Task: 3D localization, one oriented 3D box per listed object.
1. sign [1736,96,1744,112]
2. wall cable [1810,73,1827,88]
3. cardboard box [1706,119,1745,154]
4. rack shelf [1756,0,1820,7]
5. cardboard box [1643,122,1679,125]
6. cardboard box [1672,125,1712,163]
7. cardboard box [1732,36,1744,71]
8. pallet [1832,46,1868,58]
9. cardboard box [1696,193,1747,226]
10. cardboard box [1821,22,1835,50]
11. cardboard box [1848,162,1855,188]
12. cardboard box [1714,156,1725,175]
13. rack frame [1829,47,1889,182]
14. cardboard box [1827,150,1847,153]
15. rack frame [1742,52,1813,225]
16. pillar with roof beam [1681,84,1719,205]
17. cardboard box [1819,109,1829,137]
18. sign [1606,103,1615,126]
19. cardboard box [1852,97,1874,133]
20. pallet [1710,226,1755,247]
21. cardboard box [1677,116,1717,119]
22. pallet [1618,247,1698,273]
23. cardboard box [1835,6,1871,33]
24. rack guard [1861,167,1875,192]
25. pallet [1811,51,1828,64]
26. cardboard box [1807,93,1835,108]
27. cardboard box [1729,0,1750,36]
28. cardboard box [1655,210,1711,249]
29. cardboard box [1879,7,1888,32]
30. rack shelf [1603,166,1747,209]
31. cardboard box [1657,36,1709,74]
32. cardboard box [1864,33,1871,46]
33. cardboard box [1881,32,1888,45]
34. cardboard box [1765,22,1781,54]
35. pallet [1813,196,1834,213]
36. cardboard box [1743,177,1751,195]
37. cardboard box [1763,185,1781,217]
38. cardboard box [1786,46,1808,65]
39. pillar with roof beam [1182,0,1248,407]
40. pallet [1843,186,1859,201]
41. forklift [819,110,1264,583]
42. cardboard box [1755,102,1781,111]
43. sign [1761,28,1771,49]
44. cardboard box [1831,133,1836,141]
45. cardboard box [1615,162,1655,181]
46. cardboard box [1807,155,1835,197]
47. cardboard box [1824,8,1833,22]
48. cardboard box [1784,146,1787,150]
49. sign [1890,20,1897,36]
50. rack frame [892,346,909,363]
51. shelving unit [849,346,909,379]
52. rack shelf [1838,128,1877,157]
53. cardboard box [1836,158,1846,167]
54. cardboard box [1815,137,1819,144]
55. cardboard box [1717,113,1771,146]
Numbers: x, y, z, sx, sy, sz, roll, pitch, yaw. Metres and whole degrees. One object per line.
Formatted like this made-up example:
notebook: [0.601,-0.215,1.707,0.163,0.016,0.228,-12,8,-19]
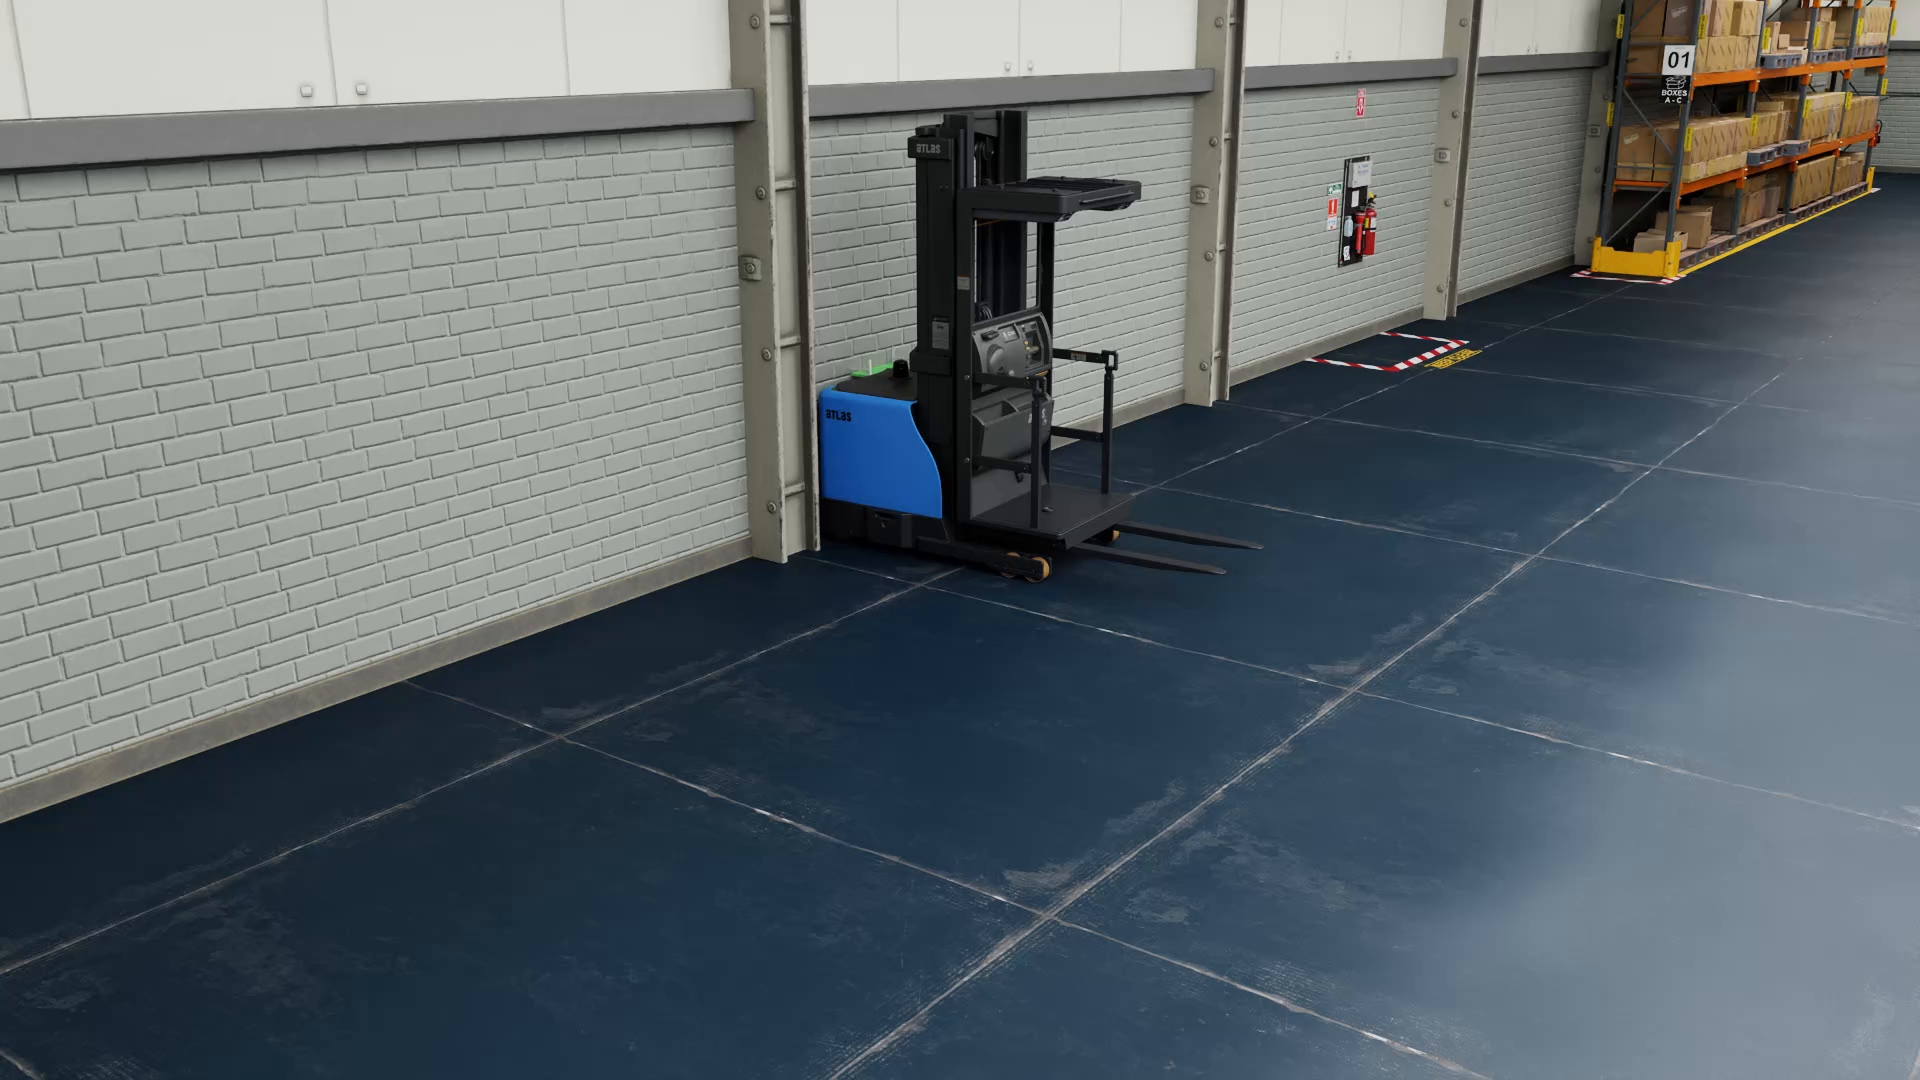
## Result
sign: [14.116,-7.871,30.081,0.100,0.325,0.005,12,21,35]
wall cable: [19.333,-10.084,37.445,0.084,1.984,1.851,12,21,35]
cardboard box: [11.854,-6.277,25.855,0.500,0.500,0.500,12,21,34]
rack shelf: [13.372,-9.075,27.681,1.077,0.370,4.000,12,21,35]
cardboard box: [10.519,-6.004,24.973,0.500,0.500,0.500,12,21,33]
cardboard box: [10.625,-5.788,24.280,0.500,0.500,0.500,12,21,35]
cardboard box: [11.466,-7.337,25.053,0.500,0.500,0.500,11,21,33]
pallet: [17.443,-9.757,33.197,1.003,0.211,1.213,12,21,35]
cardboard box: [12.873,-5.595,28.175,0.700,0.500,0.500,12,21,34]
cardboard box: [16.054,-9.530,31.406,0.700,0.500,0.500,12,21,34]
cardboard box: [18.396,-7.710,35.020,0.700,0.500,0.500,12,21,33]
cardboard box: [11.252,-5.680,25.196,0.500,0.250,0.500,13,21,35]
rack frame: [19.330,-9.126,36.075,1.000,3.000,0.127,12,21,35]
cardboard box: [18.907,-8.324,35.903,0.380,0.149,0.250,13,21,35]
rack frame: [14.563,-7.221,29.939,1.000,3.000,0.127,12,21,35]
pillar with roof beam: [16.551,-9.169,26.095,9.100,9.000,0.400,12,21,35]
cardboard box: [15.978,-7.857,31.284,0.500,0.500,0.500,13,22,36]
sign: [9.363,-6.122,23.916,0.100,0.325,0.005,12,21,35]
cardboard box: [18.610,-8.971,35.069,0.980,0.700,0.700,12,21,34]
pallet: [12.643,-5.122,27.883,1.003,0.211,1.213,12,21,35]
cardboard box: [11.732,-6.489,26.538,0.500,0.500,0.500,12,21,33]
pallet: [10.354,-4.189,24.878,1.003,0.211,1.213,12,21,35]
cardboard box: [17.597,-10.261,32.783,0.500,0.500,0.500,12,21,34]
rack guard: [19.344,-7.938,36.464,1.175,0.500,0.348,12,21,35]
pallet: [14.904,-8.726,30.046,1.213,0.211,1.003,14,22,37]
cardboard box: [16.258,-8.333,31.552,0.500,0.250,0.500,13,21,36]
cardboard box: [11.478,-7.810,24.889,0.500,0.500,0.500,12,21,33]
cardboard box: [11.098,-4.783,25.560,0.700,0.500,0.500,11,20,31]
cardboard box: [18.806,-10.754,34.370,0.500,0.500,0.500,13,22,36]
rack shelf: [10.988,-5.448,25.444,1.077,0.370,4.000,12,21,35]
cardboard box: [10.197,-6.841,23.455,0.500,0.500,0.500,13,22,36]
cardboard box: [17.885,-10.020,33.270,0.500,0.250,0.500,12,21,34]
cardboard box: [19.107,-10.514,34.862,0.500,0.250,0.500,13,22,36]
cardboard box: [13.305,-8.359,27.669,0.500,0.500,0.500,12,21,33]
pallet: [16.547,-6.645,32.786,1.003,0.211,1.213,12,21,35]
cardboard box: [13.172,-6.051,28.380,0.500,0.250,0.500,12,21,33]
cardboard box: [14.176,-6.057,29.663,0.700,0.500,0.500,13,21,35]
cardboard box: [14.351,-8.401,28.799,0.500,0.311,0.500,12,21,35]
pillar with roof beam: [5.826,-4.881,12.289,9.100,9.000,0.400,12,21,35]
pallet: [18.189,-7.301,34.899,1.003,0.211,1.213,12,21,35]
forklift: [0.528,-1.301,10.991,3.031,2.935,1.130,11,20,31]
cardboard box: [14.202,-7.622,29.226,0.380,0.149,0.250,9,19,26]
sign: [12.620,-7.854,26.047,0.100,0.325,0.005,12,21,35]
cardboard box: [16.841,-7.868,32.414,0.380,0.149,0.250,13,21,36]
cardboard box: [9.920,-5.399,24.291,0.500,0.250,0.500,13,21,35]
cardboard box: [16.664,-7.170,32.691,0.750,0.750,0.750,13,21,35]
cardboard box: [16.317,-10.036,31.771,0.500,0.250,0.500,14,22,39]
cardboard box: [14.946,-7.148,30.094,0.380,0.149,0.250,12,21,34]
sign: [19.758,-10.845,35.191,0.100,0.325,0.005,12,21,35]
rack frame: [-0.406,-0.835,12.363,0.240,1.200,0.015,13,22,38]
shelving unit: [-0.562,-0.777,12.185,0.258,1.200,0.503,13,22,38]
rack shelf: [18.138,-8.307,34.648,1.077,0.370,4.000,12,21,35]
cardboard box: [17.825,-7.700,33.893,0.380,0.149,0.250,13,22,37]
cardboard box: [16.013,-7.577,31.474,0.380,0.149,0.250,13,22,36]
cardboard box: [13.217,-6.936,28.109,0.700,0.500,0.500,16,24,42]
